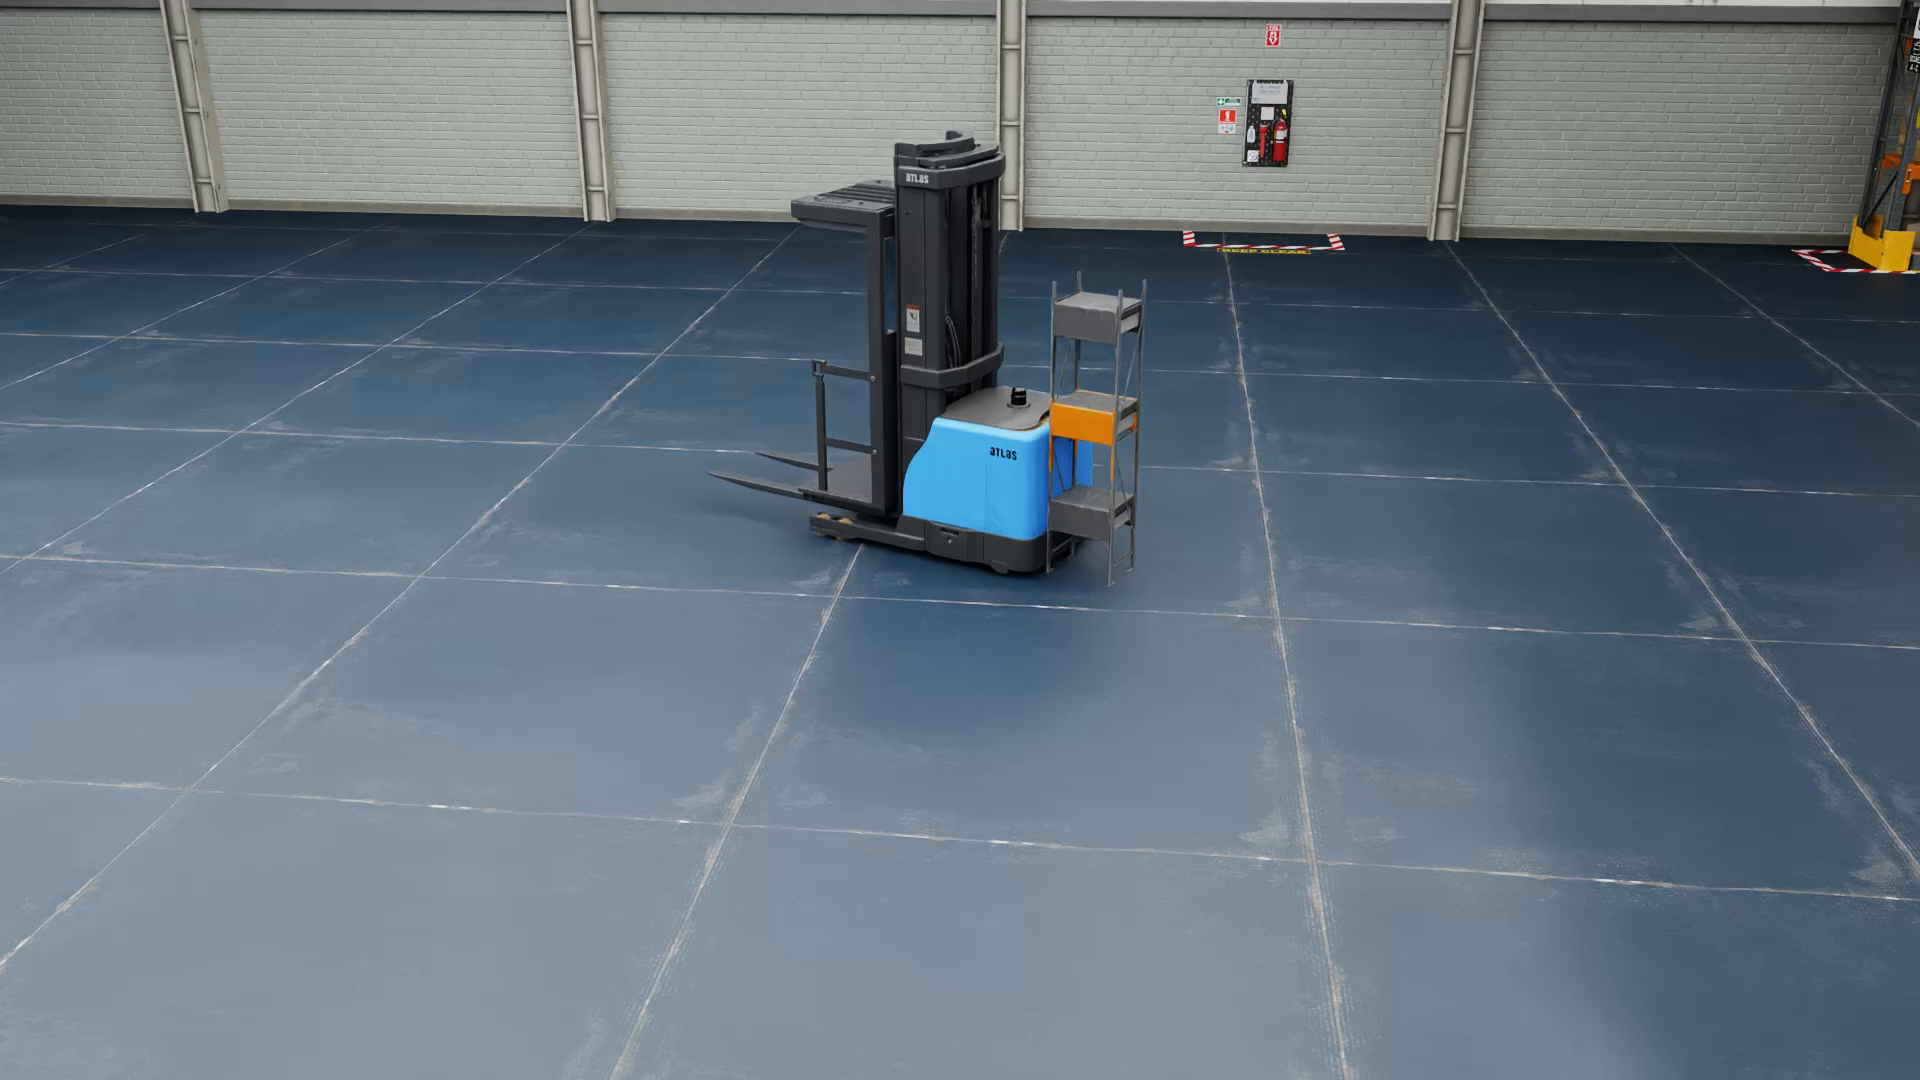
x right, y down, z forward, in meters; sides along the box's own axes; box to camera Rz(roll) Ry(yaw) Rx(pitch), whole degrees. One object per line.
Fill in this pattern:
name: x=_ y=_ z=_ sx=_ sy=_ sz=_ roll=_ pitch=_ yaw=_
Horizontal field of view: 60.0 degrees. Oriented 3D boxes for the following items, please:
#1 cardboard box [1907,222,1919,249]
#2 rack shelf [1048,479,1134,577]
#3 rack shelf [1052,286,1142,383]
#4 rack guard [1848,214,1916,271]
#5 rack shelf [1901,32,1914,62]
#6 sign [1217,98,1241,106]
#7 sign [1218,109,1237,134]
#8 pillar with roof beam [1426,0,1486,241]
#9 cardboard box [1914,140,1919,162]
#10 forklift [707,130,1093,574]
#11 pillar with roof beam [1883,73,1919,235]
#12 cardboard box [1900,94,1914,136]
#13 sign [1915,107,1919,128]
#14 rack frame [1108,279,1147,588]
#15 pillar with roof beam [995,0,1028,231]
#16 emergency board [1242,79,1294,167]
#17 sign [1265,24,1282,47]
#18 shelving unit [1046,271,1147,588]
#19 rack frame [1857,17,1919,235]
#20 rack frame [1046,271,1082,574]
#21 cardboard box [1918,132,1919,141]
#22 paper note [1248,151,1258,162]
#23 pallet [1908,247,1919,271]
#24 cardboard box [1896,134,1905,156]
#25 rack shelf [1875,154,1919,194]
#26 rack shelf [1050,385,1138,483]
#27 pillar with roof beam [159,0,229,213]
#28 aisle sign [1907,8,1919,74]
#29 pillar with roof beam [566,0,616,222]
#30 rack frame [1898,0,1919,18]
cardboard box: x=12.503 y=-3.905 z=21.295 sx=0.500 sy=0.311 sz=0.500 roll=0 pitch=22 yaw=0
rack shelf: x=0.932 y=-0.091 z=11.754 sx=0.480 sy=0.518 sz=0.431 roll=12 pitch=25 yaw=29
rack shelf: x=0.932 y=-1.392 z=11.239 sx=0.480 sy=0.518 sz=0.431 roll=12 pitch=25 yaw=29
rack guard: x=11.902 y=-3.848 z=21.492 sx=0.348 sy=0.500 sz=1.175 roll=2 pitch=22 yaw=6
rack shelf: x=13.813 y=-5.987 z=20.403 sx=4.000 sy=0.370 sz=1.077 roll=2 pitch=22 yaw=6
sign: x=3.682 y=-6.000 z=22.768 sx=0.331 sy=0.109 sz=0.001 roll=2 pitch=22 yaw=6
sign: x=3.679 y=-5.757 z=22.874 sx=0.234 sy=0.329 sz=0.001 roll=2 pitch=22 yaw=6
pillar with roof beam: x=6.159 y=-6.777 z=17.341 sx=0.400 sy=9.000 sz=9.100 roll=2 pitch=22 yaw=6
cardboard box: x=12.274 y=-4.816 z=20.718 sx=0.500 sy=0.250 sz=0.500 roll=2 pitch=22 yaw=5
forklift: x=-0.538 y=-1.507 z=12.266 sx=3.031 sy=2.935 sz=1.130 roll=12 pitch=25 yaw=29
pillar with roof beam: x=12.117 y=-6.517 z=16.684 sx=0.400 sy=9.000 sz=9.100 roll=2 pitch=22 yaw=6
cardboard box: x=12.320 y=-5.359 z=21.071 sx=0.500 sy=0.500 sz=0.500 roll=2 pitch=22 yaw=6
sign: x=11.763 y=-5.218 z=20.380 sx=0.005 sy=0.325 sz=0.100 roll=2 pitch=22 yaw=6
rack frame: x=1.142 y=-0.708 z=11.375 sx=0.015 sy=2.100 sz=0.400 roll=12 pitch=25 yaw=29
pillar with roof beam: x=0.200 y=-7.036 z=17.998 sx=0.400 sy=9.000 sz=9.100 roll=2 pitch=22 yaw=6
emergency board: x=4.216 y=-5.679 z=22.725 sx=0.643 sy=1.169 sz=0.194 roll=2 pitch=22 yaw=6
sign: x=4.219 y=-6.794 z=22.392 sx=0.199 sy=0.298 sz=0.001 roll=2 pitch=22 yaw=6
shelving unit: x=0.932 y=-0.754 z=11.492 sx=0.503 sy=2.100 sz=0.431 roll=12 pitch=25 yaw=29
rack frame: x=11.827 y=-5.013 z=21.041 sx=0.127 sy=3.000 sz=1.000 roll=2 pitch=22 yaw=6
rack frame: x=0.723 y=-0.800 z=11.608 sx=0.015 sy=2.100 sz=0.400 roll=12 pitch=25 yaw=29
cardboard box: x=12.265 y=-5.171 z=20.597 sx=0.500 sy=0.500 sz=0.500 roll=3 pitch=22 yaw=6
paper note: x=4.048 y=-5.302 z=22.970 sx=0.142 sy=0.148 sz=0.016 roll=2 pitch=22 yaw=6
pallet: x=12.705 y=-3.665 z=21.423 sx=1.213 sy=0.211 sz=1.003 roll=2 pitch=22 yaw=6
cardboard box: x=12.314 y=-5.003 z=21.192 sx=0.500 sy=0.250 sz=0.500 roll=3 pitch=22 yaw=7
rack shelf: x=13.813 y=-4.592 z=20.954 sx=4.000 sy=0.370 sz=1.077 roll=2 pitch=22 yaw=6
rack shelf: x=0.932 y=-0.741 z=11.497 sx=0.480 sy=0.518 sz=0.431 roll=12 pitch=25 yaw=29
pillar with roof beam: x=-11.716 y=-7.555 z=19.311 sx=0.400 sy=9.000 sz=9.100 roll=2 pitch=22 yaw=6
aisle sign: x=11.720 y=-6.116 z=20.294 sx=0.004 sy=0.787 sz=0.394 roll=2 pitch=22 yaw=6
pillar with roof beam: x=-5.758 y=-7.296 z=18.654 sx=0.400 sy=9.000 sz=9.100 roll=2 pitch=22 yaw=6
rack frame: x=11.827 y=-7.803 z=19.938 sx=0.127 sy=3.000 sz=1.000 roll=2 pitch=22 yaw=6
